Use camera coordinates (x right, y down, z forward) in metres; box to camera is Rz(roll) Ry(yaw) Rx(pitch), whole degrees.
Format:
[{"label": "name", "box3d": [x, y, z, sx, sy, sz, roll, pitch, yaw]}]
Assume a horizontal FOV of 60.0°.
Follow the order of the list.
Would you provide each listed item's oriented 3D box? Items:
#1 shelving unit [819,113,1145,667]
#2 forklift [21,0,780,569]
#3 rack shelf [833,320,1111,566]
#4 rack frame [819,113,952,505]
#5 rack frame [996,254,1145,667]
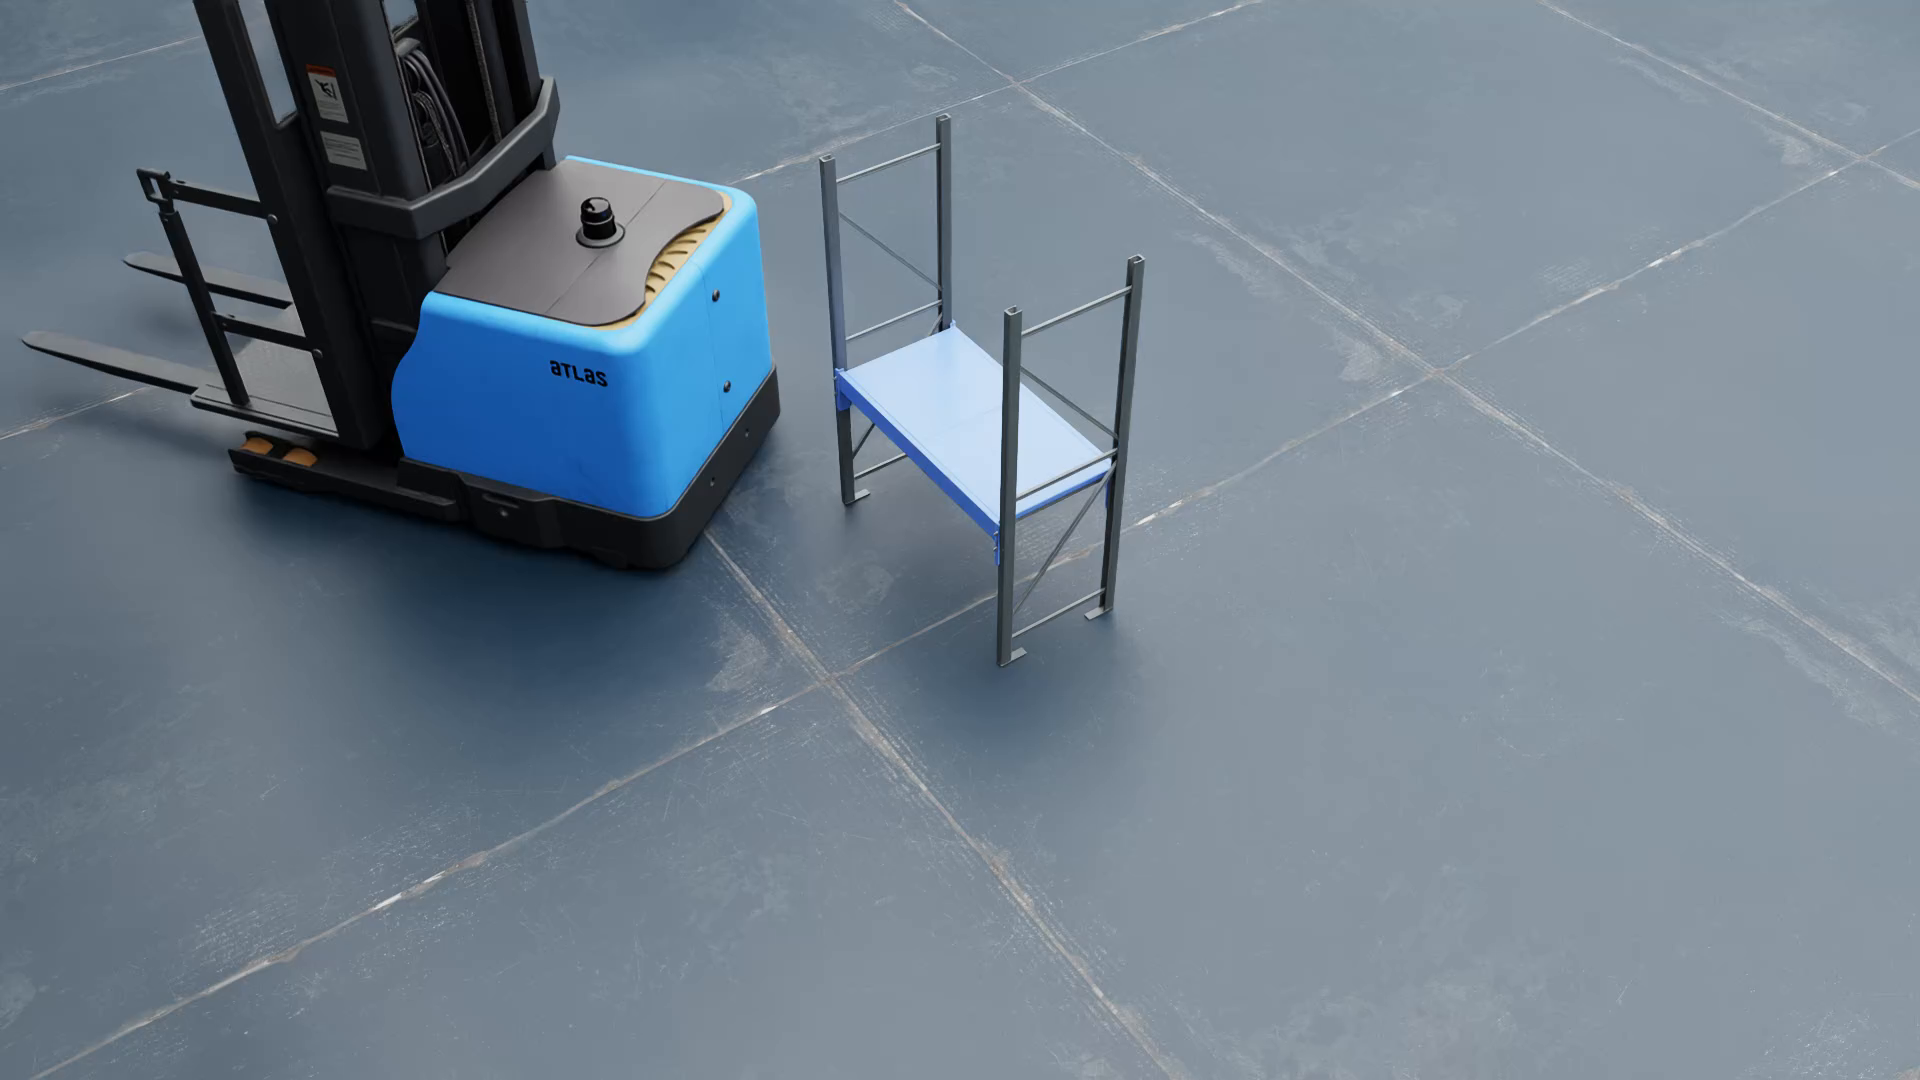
[{"label": "shelving unit", "box3d": [0.049, -0.494, 5.682, 0.538, 1.500, 1.048, -26, 49, -24]}, {"label": "forklift", "box3d": [-2.295, -1.578, 5.780, 3.031, 2.935, 1.130, 14, 45, 14]}, {"label": "rack shelf", "box3d": [0.049, -0.364, 5.806, 0.538, 0.185, 1.000, -26, 49, -24]}, {"label": "rack frame", "box3d": [-0.242, -0.782, 5.983, 0.500, 1.500, 0.032, -26, 49, -24]}, {"label": "rack frame", "box3d": [0.340, -0.206, 5.380, 0.500, 1.500, 0.032, -26, 49, -24]}]
